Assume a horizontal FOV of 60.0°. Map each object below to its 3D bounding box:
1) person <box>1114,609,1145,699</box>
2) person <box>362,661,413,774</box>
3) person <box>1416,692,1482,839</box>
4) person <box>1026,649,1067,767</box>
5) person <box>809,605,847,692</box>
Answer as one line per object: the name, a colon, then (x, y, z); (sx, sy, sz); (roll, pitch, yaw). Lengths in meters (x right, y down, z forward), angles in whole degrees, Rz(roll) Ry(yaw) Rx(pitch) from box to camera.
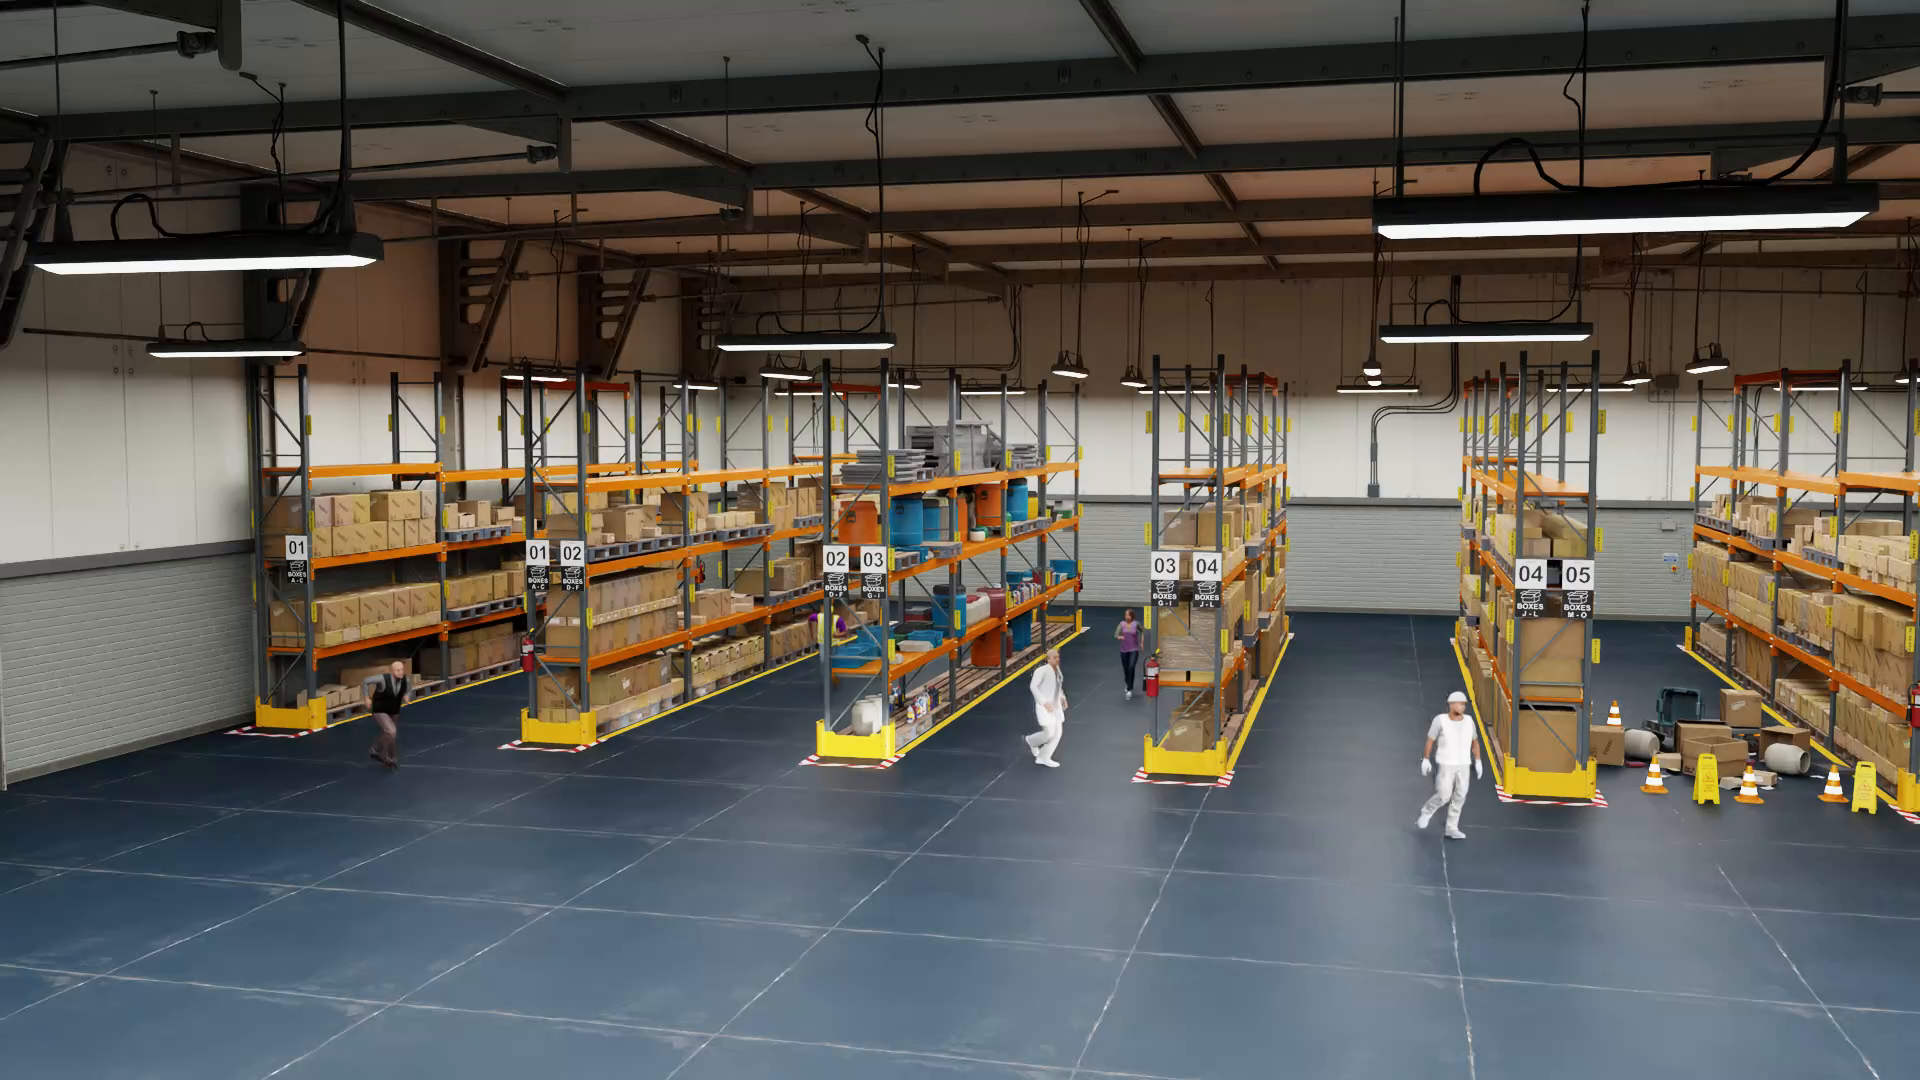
person: (3.126, 2.070, 30.675); (0.537, 1.625, 0.822); (1, 4, 14)
person: (-8.332, 2.559, 24.103); (0.992, 1.670, 0.698); (4, 5, 43)
person: (5.934, 2.715, 20.182); (0.659, 1.773, 0.599); (-1, 4, -15)
person: (1.230, 2.458, 24.526); (0.708, 1.728, 0.649); (-4, 5, -44)
person: (-2.489, 2.028, 31.511); (0.754, 1.717, 1.016); (0, 4, 6)
